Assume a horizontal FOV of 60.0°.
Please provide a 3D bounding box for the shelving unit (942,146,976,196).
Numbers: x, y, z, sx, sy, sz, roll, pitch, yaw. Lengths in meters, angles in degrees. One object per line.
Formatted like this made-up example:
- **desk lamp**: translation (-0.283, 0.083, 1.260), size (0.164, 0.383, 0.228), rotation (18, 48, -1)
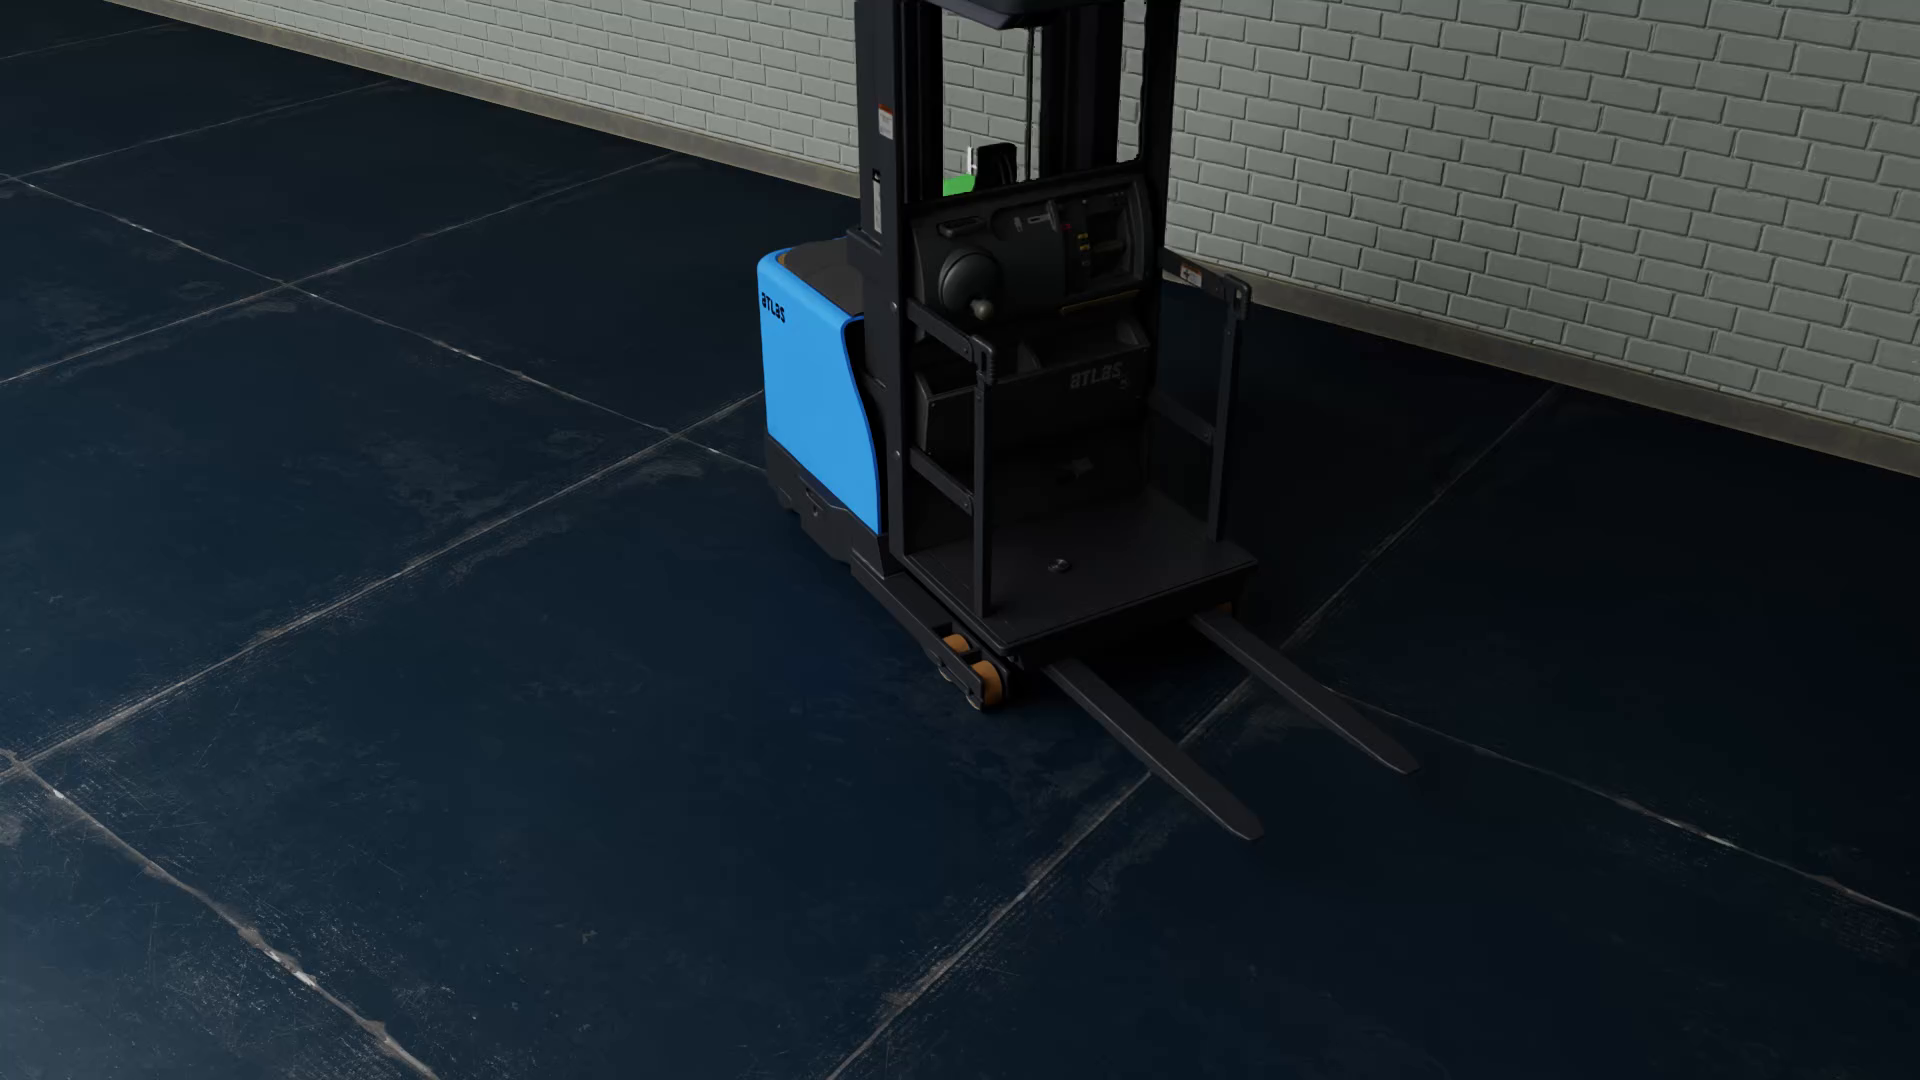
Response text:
- **shelving unit**: translation (-0.051, -1.090, 7.412), size (0.503, 1.200, 0.258), rotation (-27, 40, -37)

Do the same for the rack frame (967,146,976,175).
- **rack frame**: translation (0.122, -1.177, 7.560), size (0.015, 1.200, 0.240), rotation (-27, 40, -37)

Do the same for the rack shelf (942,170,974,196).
- **rack shelf**: translation (-0.051, -1.448, 7.200), size (0.480, 0.148, 0.258), rotation (-27, 40, -37)

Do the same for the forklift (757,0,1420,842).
- **forklift**: translation (0.365, -0.945, 5.469), size (1.130, 2.935, 3.031), rotation (-17, 35, -26)
